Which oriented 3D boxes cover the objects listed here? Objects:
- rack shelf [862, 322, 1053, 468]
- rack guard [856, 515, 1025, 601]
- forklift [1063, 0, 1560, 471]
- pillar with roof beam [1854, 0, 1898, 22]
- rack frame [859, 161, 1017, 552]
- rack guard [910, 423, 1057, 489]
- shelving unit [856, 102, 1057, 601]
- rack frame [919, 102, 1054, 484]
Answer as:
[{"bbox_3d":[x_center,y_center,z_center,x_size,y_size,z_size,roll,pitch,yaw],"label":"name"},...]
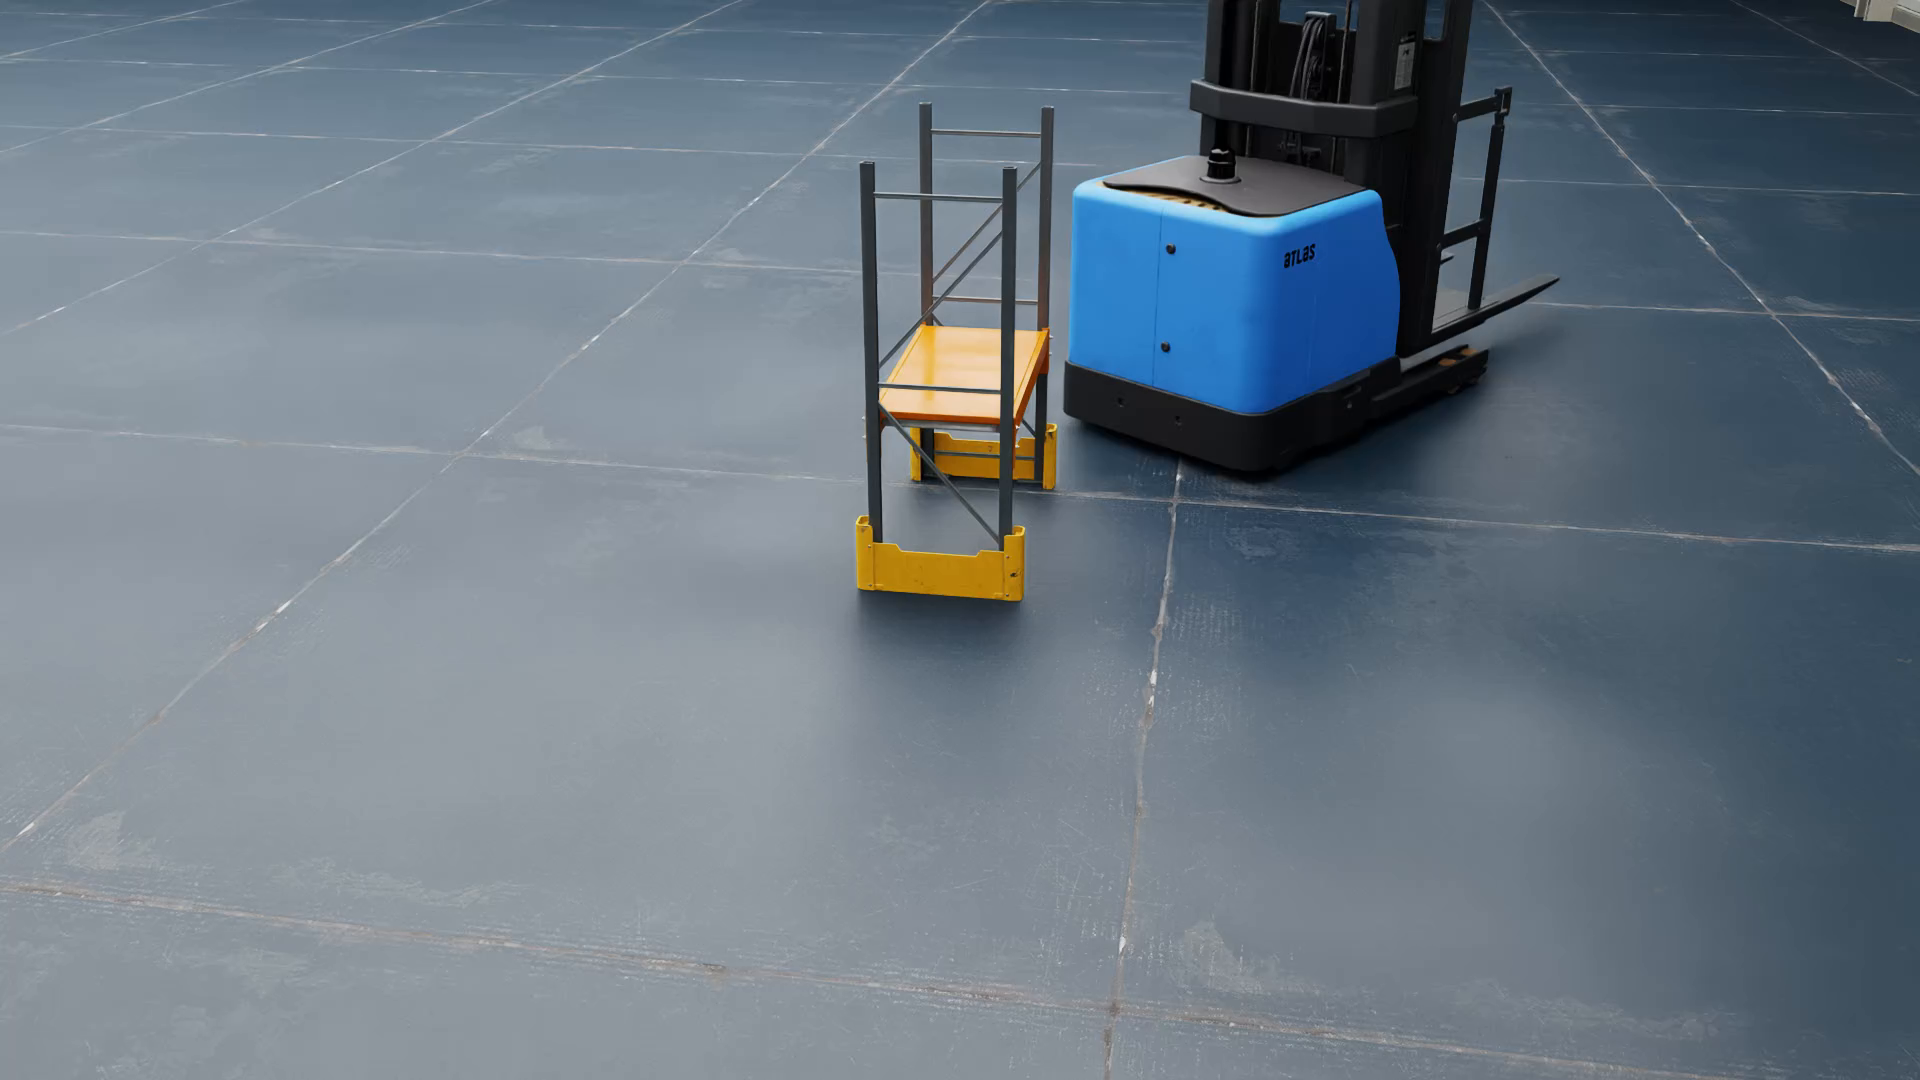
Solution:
[{"bbox_3d":[0.014,-0.552,6.085,0.538,0.185,1.000,4,25,9],"label":"rack shelf"},{"bbox_3d":[-0.069,0.063,5.820,0.587,0.250,0.087,4,25,9],"label":"rack guard"},{"bbox_3d":[1.836,-2.136,7.355,1.130,2.935,3.031,22,33,39],"label":"forklift"},{"bbox_3d":[6.144,-10.301,17.641,9.100,9.000,0.400,4,25,9],"label":"pillar with roof beam"},{"bbox_3d":[-0.069,-0.502,5.554,0.500,1.500,0.032,4,25,9],"label":"rack frame"},{"bbox_3d":[0.094,-0.353,6.710,0.587,0.250,0.087,4,25,9],"label":"rack guard"},{"bbox_3d":[0.012,-0.711,6.000,0.587,1.500,1.083,4,25,9],"label":"shelving unit"},{"bbox_3d":[0.097,-0.928,6.462,0.500,1.500,0.032,4,25,9],"label":"rack frame"}]
